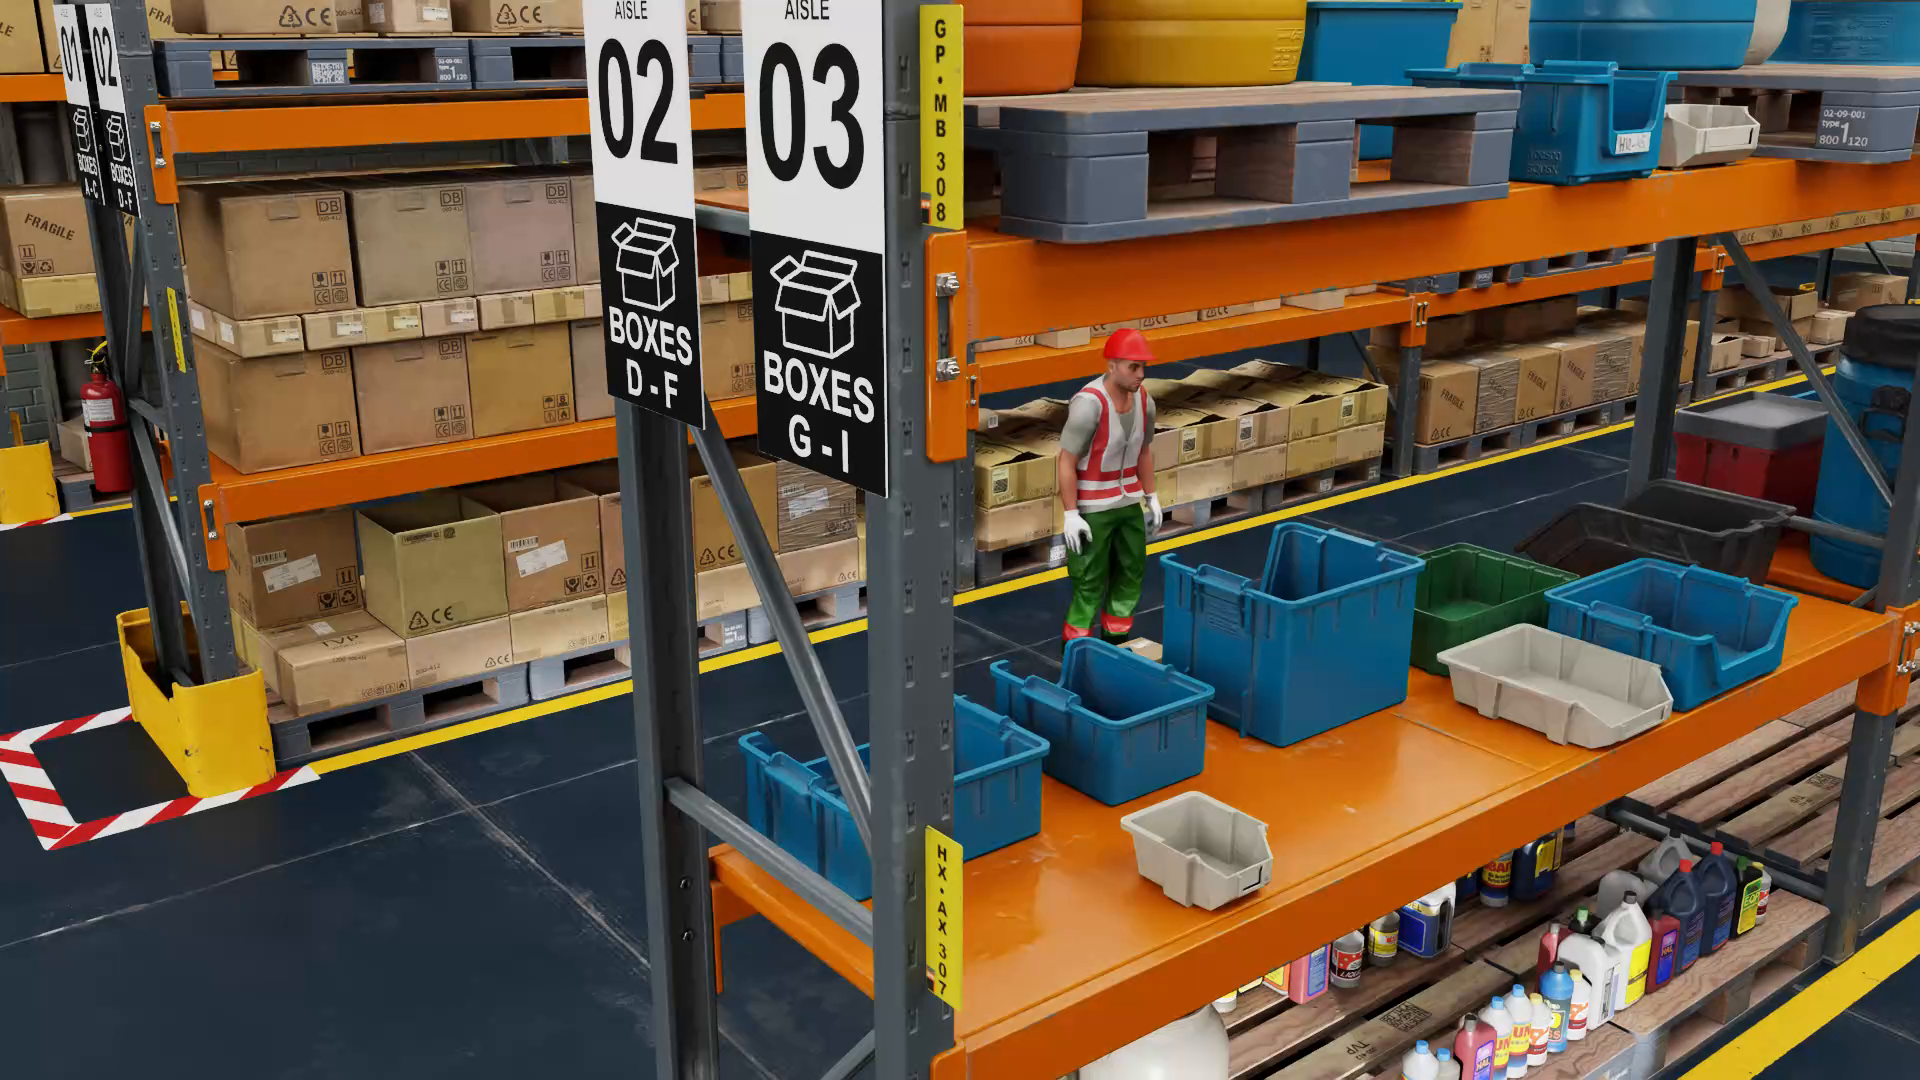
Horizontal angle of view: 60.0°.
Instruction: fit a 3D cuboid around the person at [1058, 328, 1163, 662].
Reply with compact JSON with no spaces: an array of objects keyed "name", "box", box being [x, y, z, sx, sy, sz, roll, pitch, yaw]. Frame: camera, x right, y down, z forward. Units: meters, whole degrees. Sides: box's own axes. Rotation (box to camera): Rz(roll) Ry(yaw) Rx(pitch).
[{"name":"person","box":[0.721,-0.132,7.944,0.610,1.780,0.448,-13,22,-36]}]
